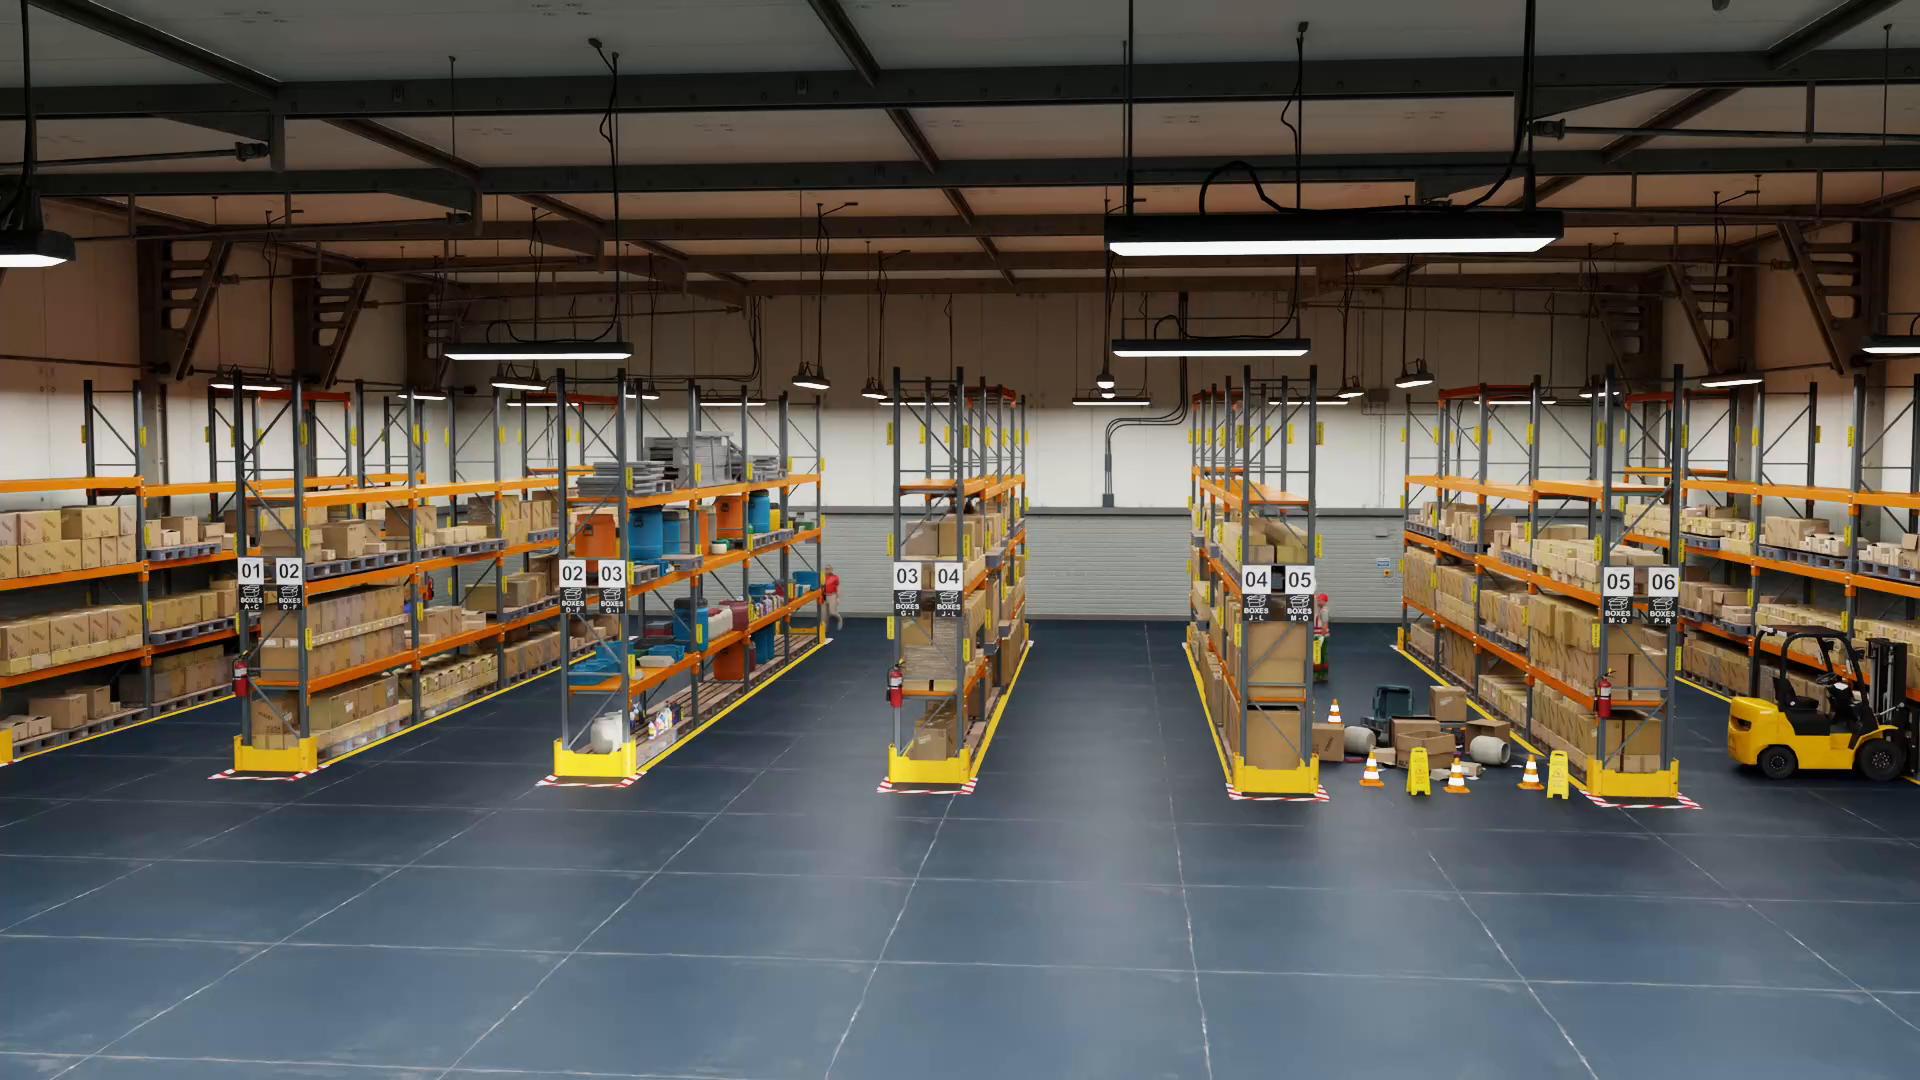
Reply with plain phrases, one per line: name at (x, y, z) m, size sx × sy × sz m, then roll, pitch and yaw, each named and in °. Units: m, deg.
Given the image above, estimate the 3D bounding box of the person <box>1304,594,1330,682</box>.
person at (7.356, 1.996, 34.100) m, size 0.490 × 1.791 × 0.607 m, roll 2°, pitch 4°, yaw 24°

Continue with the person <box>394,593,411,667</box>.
person at (-12.141, 1.937, 36.294) m, size 0.536 × 1.605 × 0.931 m, roll 0°, pitch 4°, yaw -1°

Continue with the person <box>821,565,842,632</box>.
person at (-3.339, 1.490, 42.486) m, size 0.540 × 1.720 × 0.636 m, roll 2°, pitch 4°, yaw 32°
